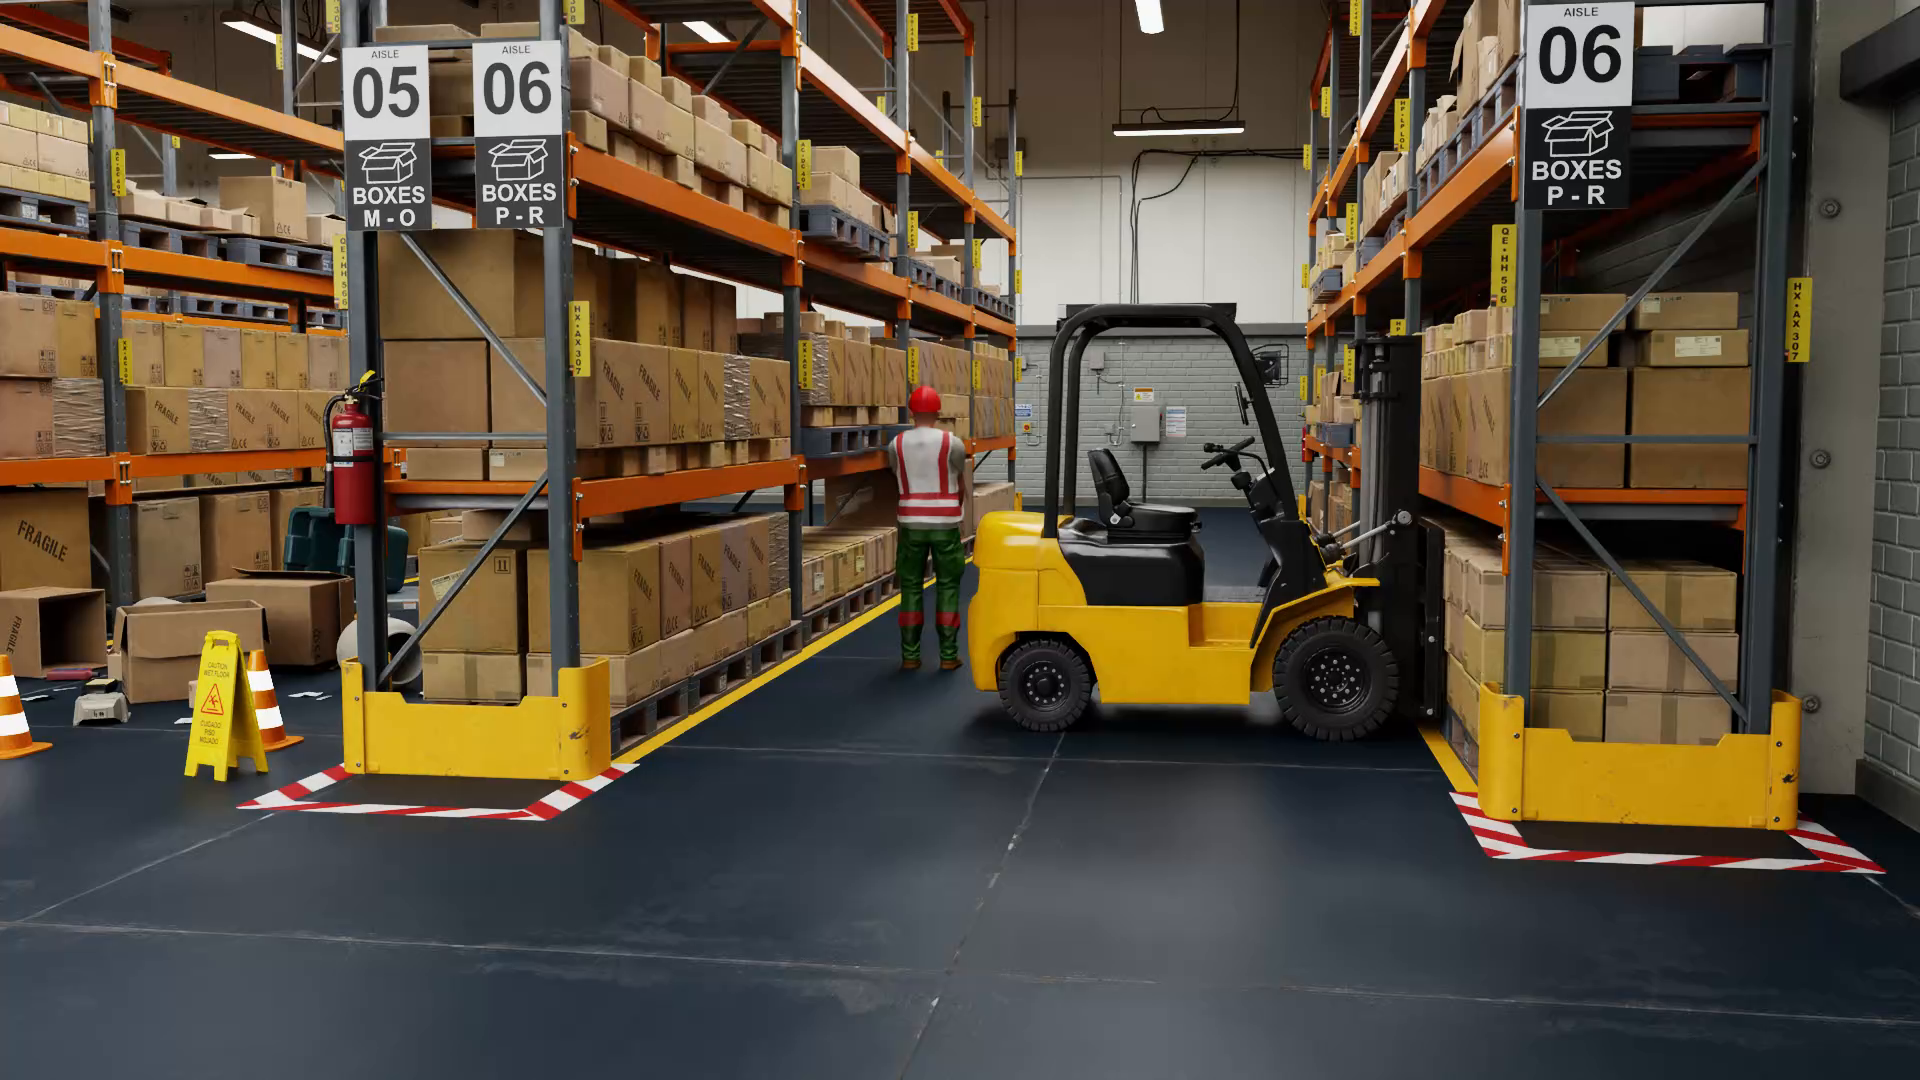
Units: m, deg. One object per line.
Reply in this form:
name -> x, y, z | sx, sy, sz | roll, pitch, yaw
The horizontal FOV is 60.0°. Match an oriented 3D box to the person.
person -> -0.189, -0.087, 10.581 | 0.494, 1.783, 0.567 | 1, 4, 8
